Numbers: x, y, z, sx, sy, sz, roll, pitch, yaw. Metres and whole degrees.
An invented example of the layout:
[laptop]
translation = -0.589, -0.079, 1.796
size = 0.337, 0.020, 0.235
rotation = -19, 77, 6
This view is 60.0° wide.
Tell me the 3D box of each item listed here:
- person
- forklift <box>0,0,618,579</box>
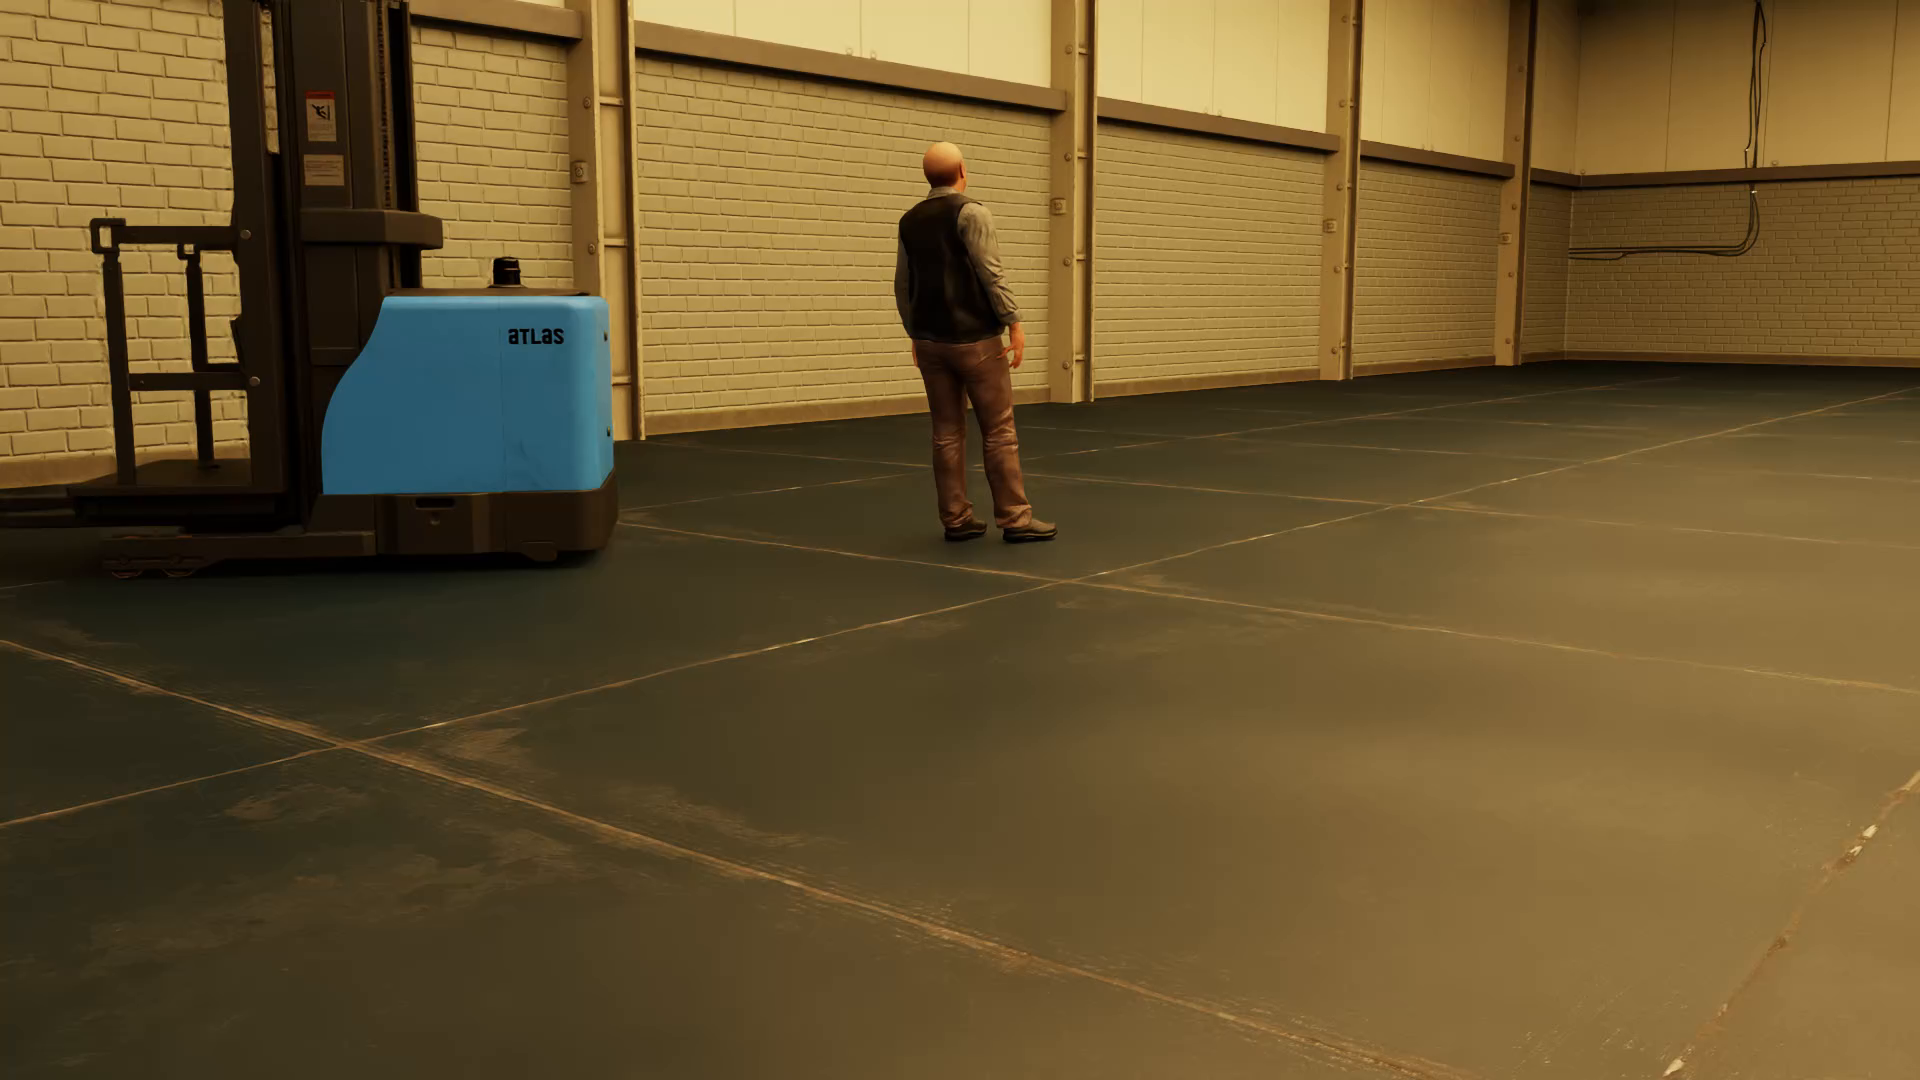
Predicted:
[person]
translation = 0.045, -0.865, 7.322
size = 0.632, 1.720, 0.568
rotation = 7, 11, 38
[forklift]
translation = -2.994, -1.382, 6.730
size = 3.031, 2.935, 1.130
rotation = -1, 8, -8
